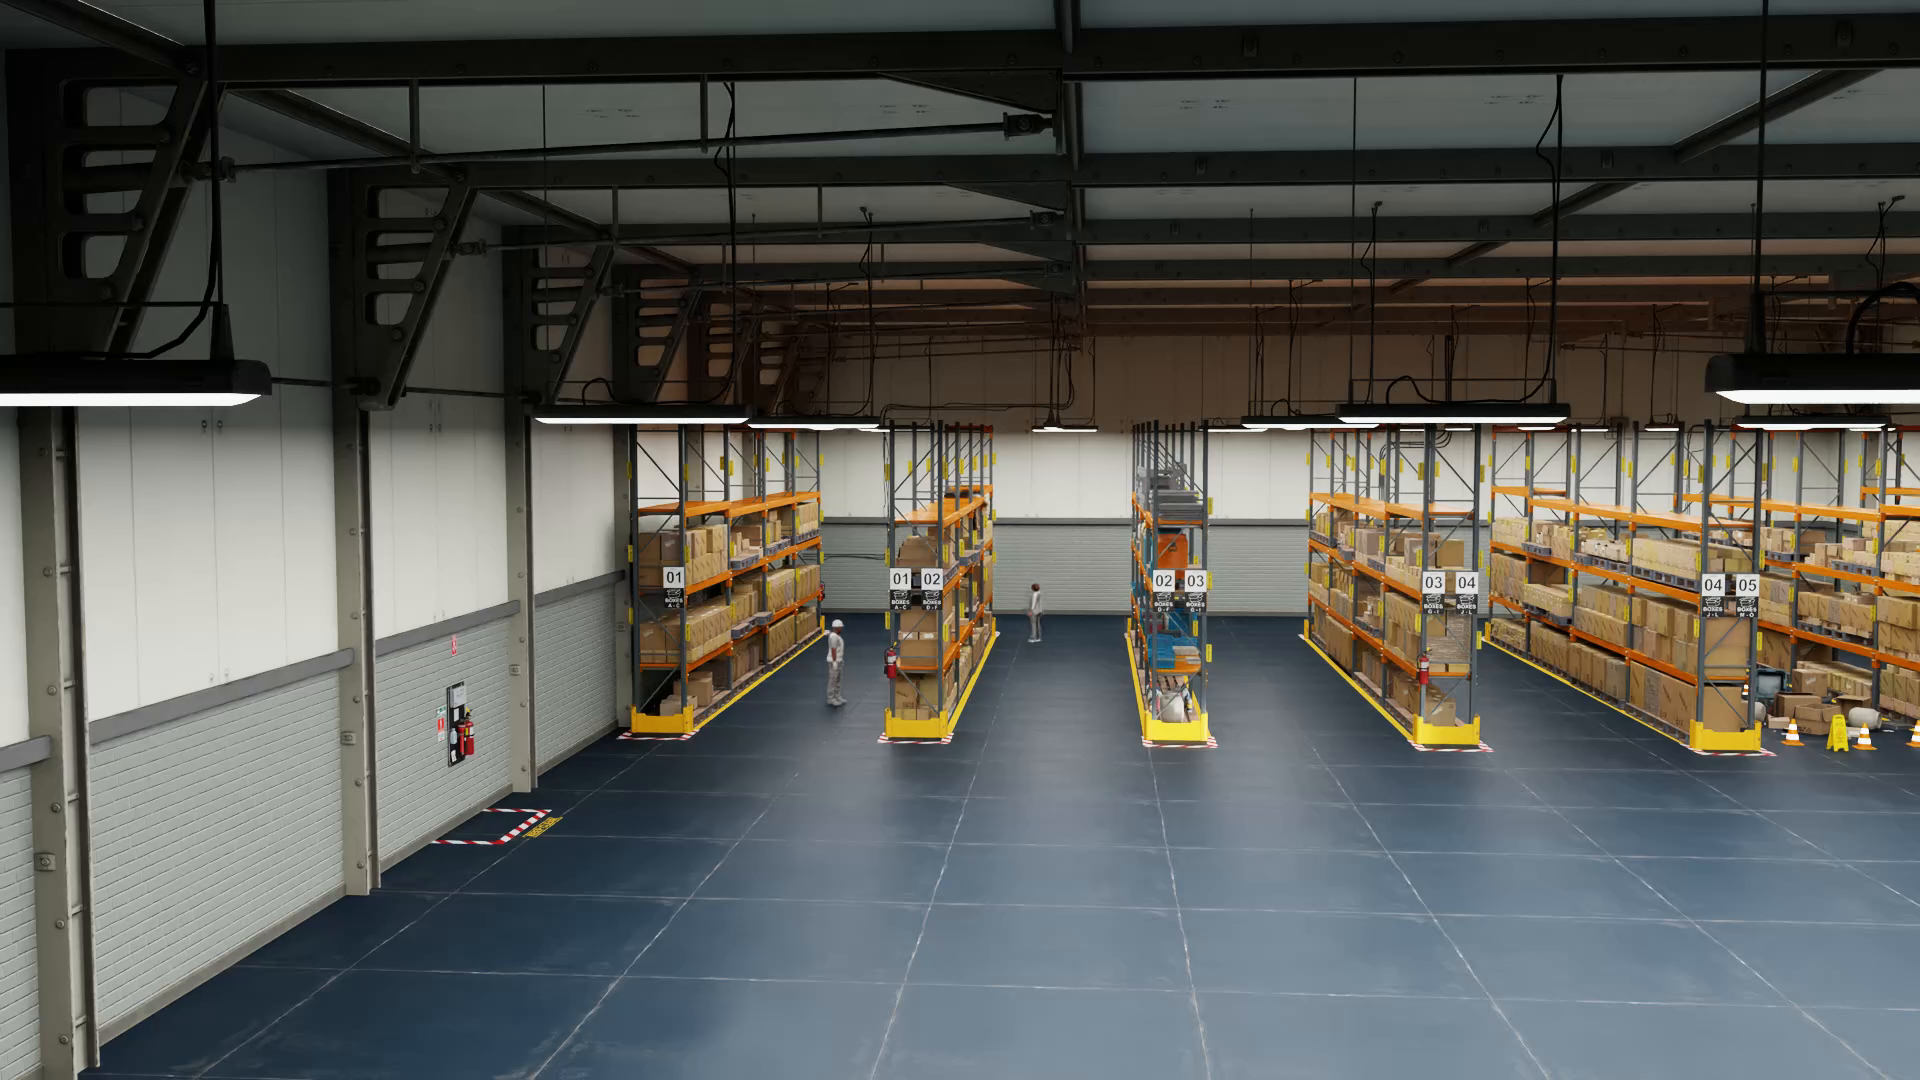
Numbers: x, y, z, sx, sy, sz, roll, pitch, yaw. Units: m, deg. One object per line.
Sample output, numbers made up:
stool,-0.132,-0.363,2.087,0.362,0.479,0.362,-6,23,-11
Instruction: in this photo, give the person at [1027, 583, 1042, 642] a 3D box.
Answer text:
person,2.018,1.965,45.041,0.361,1.612,0.451,1,4,21

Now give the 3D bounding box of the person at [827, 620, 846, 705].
person,-2.625,2.589,35.330,0.416,1.797,0.576,0,4,2

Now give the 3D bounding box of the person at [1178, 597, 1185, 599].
person,6.506,1.824,48.495,0.498,1.680,0.529,0,4,2
